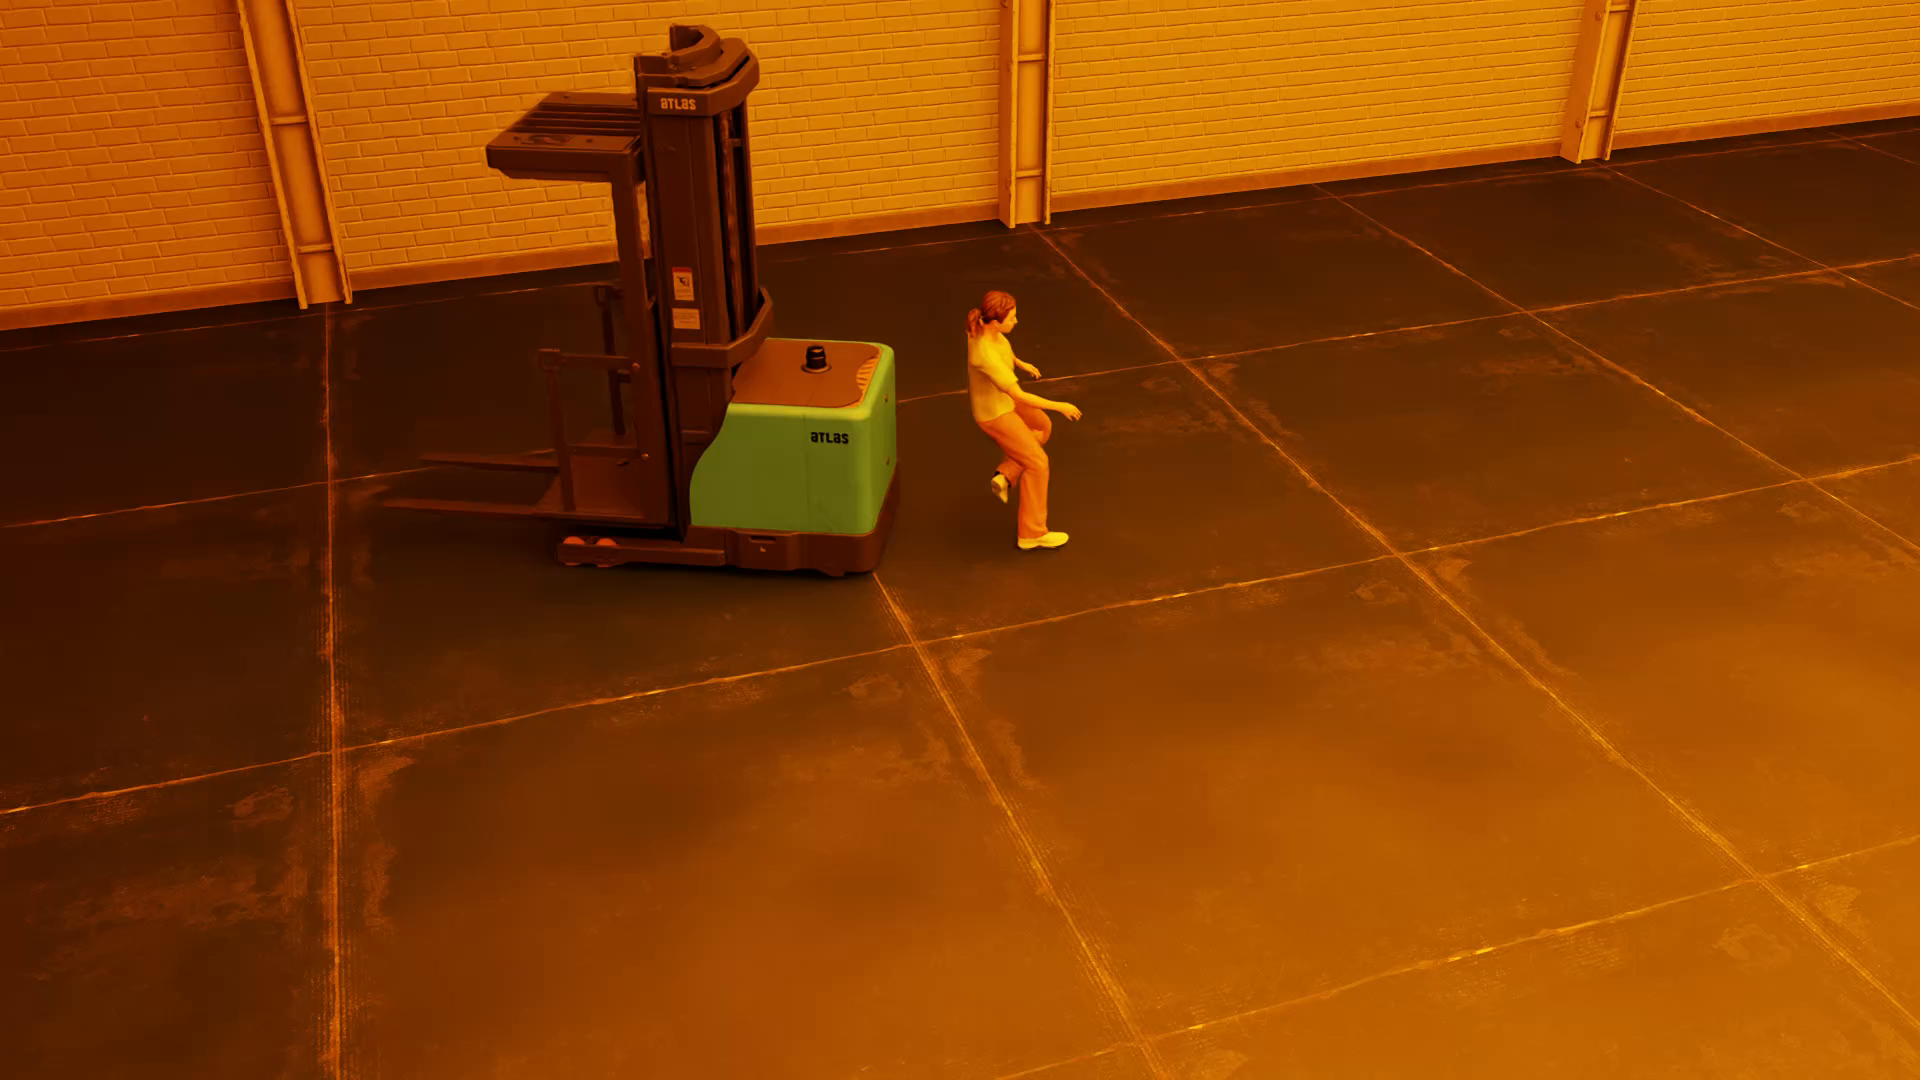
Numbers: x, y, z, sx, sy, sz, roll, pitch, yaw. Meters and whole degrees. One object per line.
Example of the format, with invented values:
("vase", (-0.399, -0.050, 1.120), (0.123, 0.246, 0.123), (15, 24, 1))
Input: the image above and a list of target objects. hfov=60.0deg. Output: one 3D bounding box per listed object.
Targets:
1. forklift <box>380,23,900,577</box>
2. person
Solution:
("forklift", (-1.931, -1.365, 9.459), (3.031, 2.935, 1.130), (3, 30, 6))
("person", (0.361, -0.780, 9.861), (0.689, 1.512, 0.760), (-1, 30, -1))
